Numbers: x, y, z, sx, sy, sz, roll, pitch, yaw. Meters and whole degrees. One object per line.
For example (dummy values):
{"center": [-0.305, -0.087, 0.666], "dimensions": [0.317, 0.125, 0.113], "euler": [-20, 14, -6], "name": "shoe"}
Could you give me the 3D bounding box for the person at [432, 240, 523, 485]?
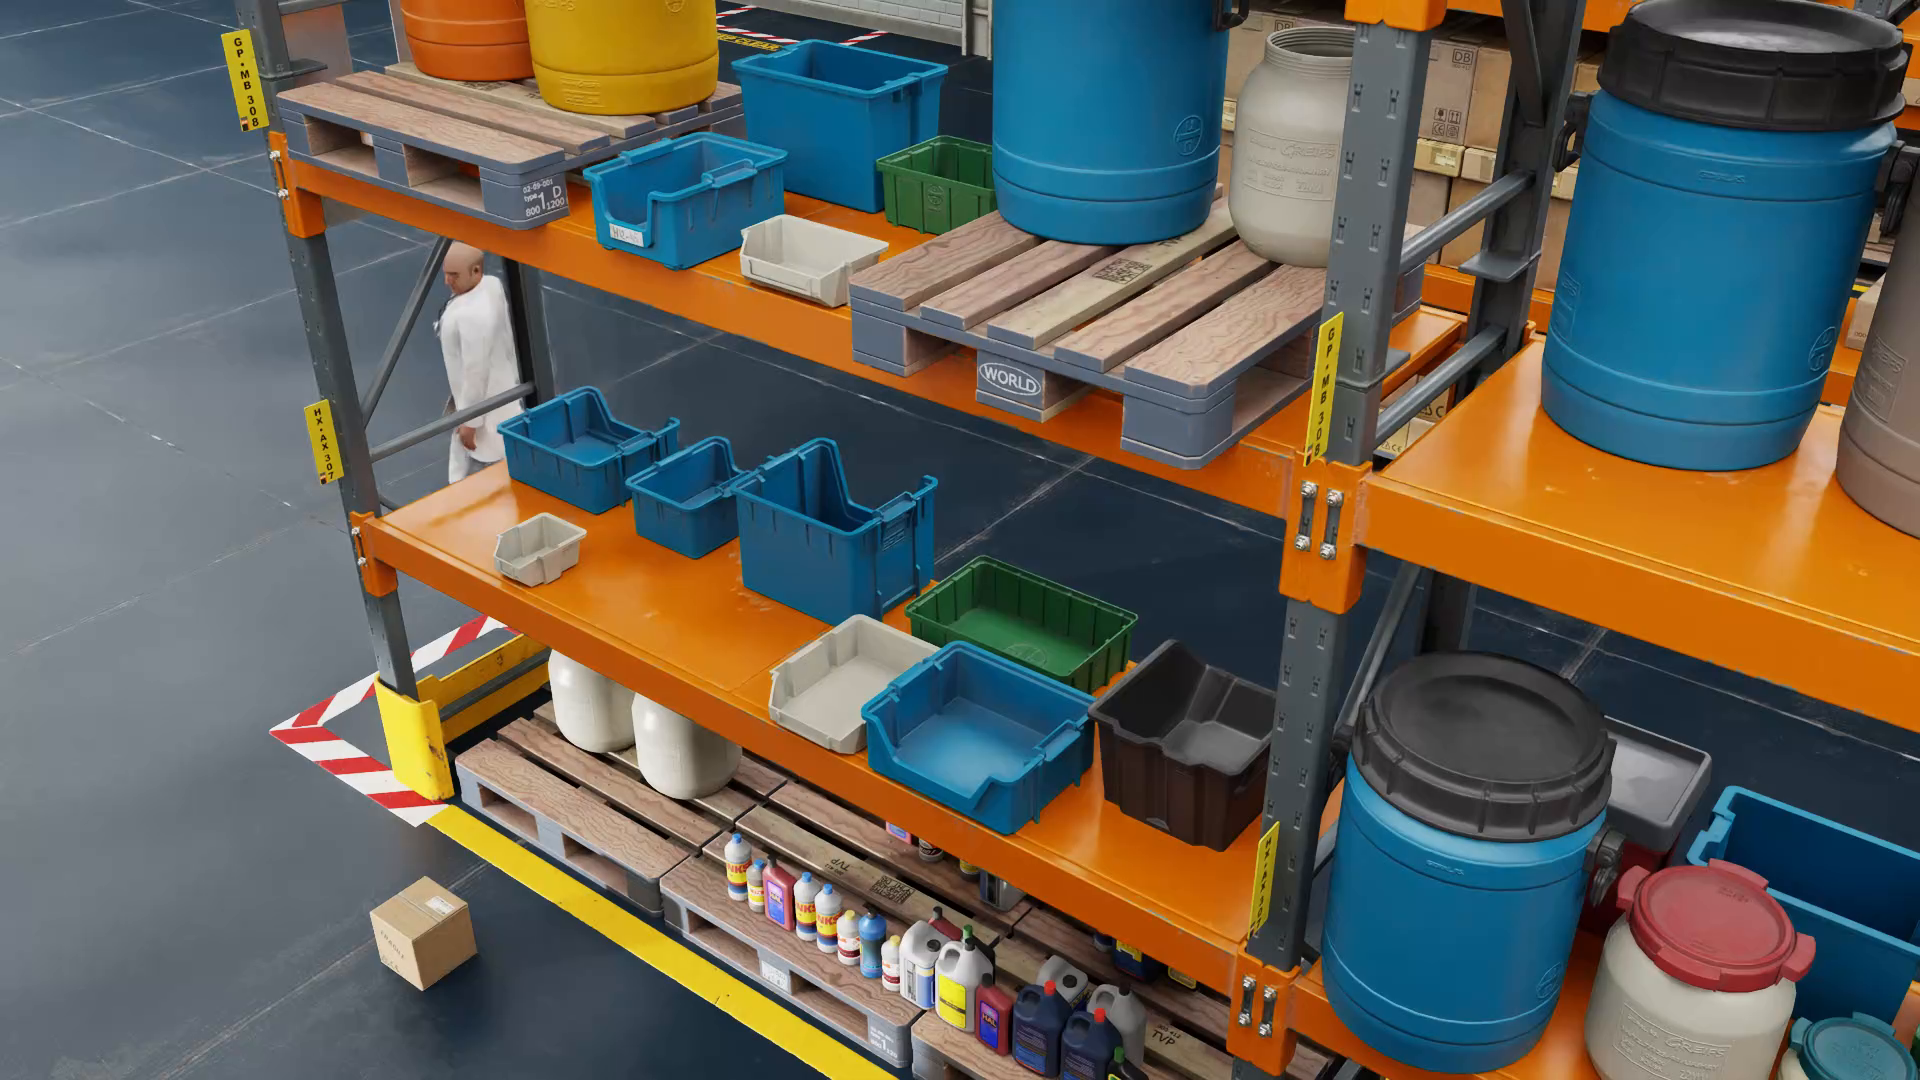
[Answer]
{"center": [-2.383, -0.703, 8.343], "dimensions": [0.978, 1.737, 0.621], "euler": [-5, 31, -8], "name": "person"}
